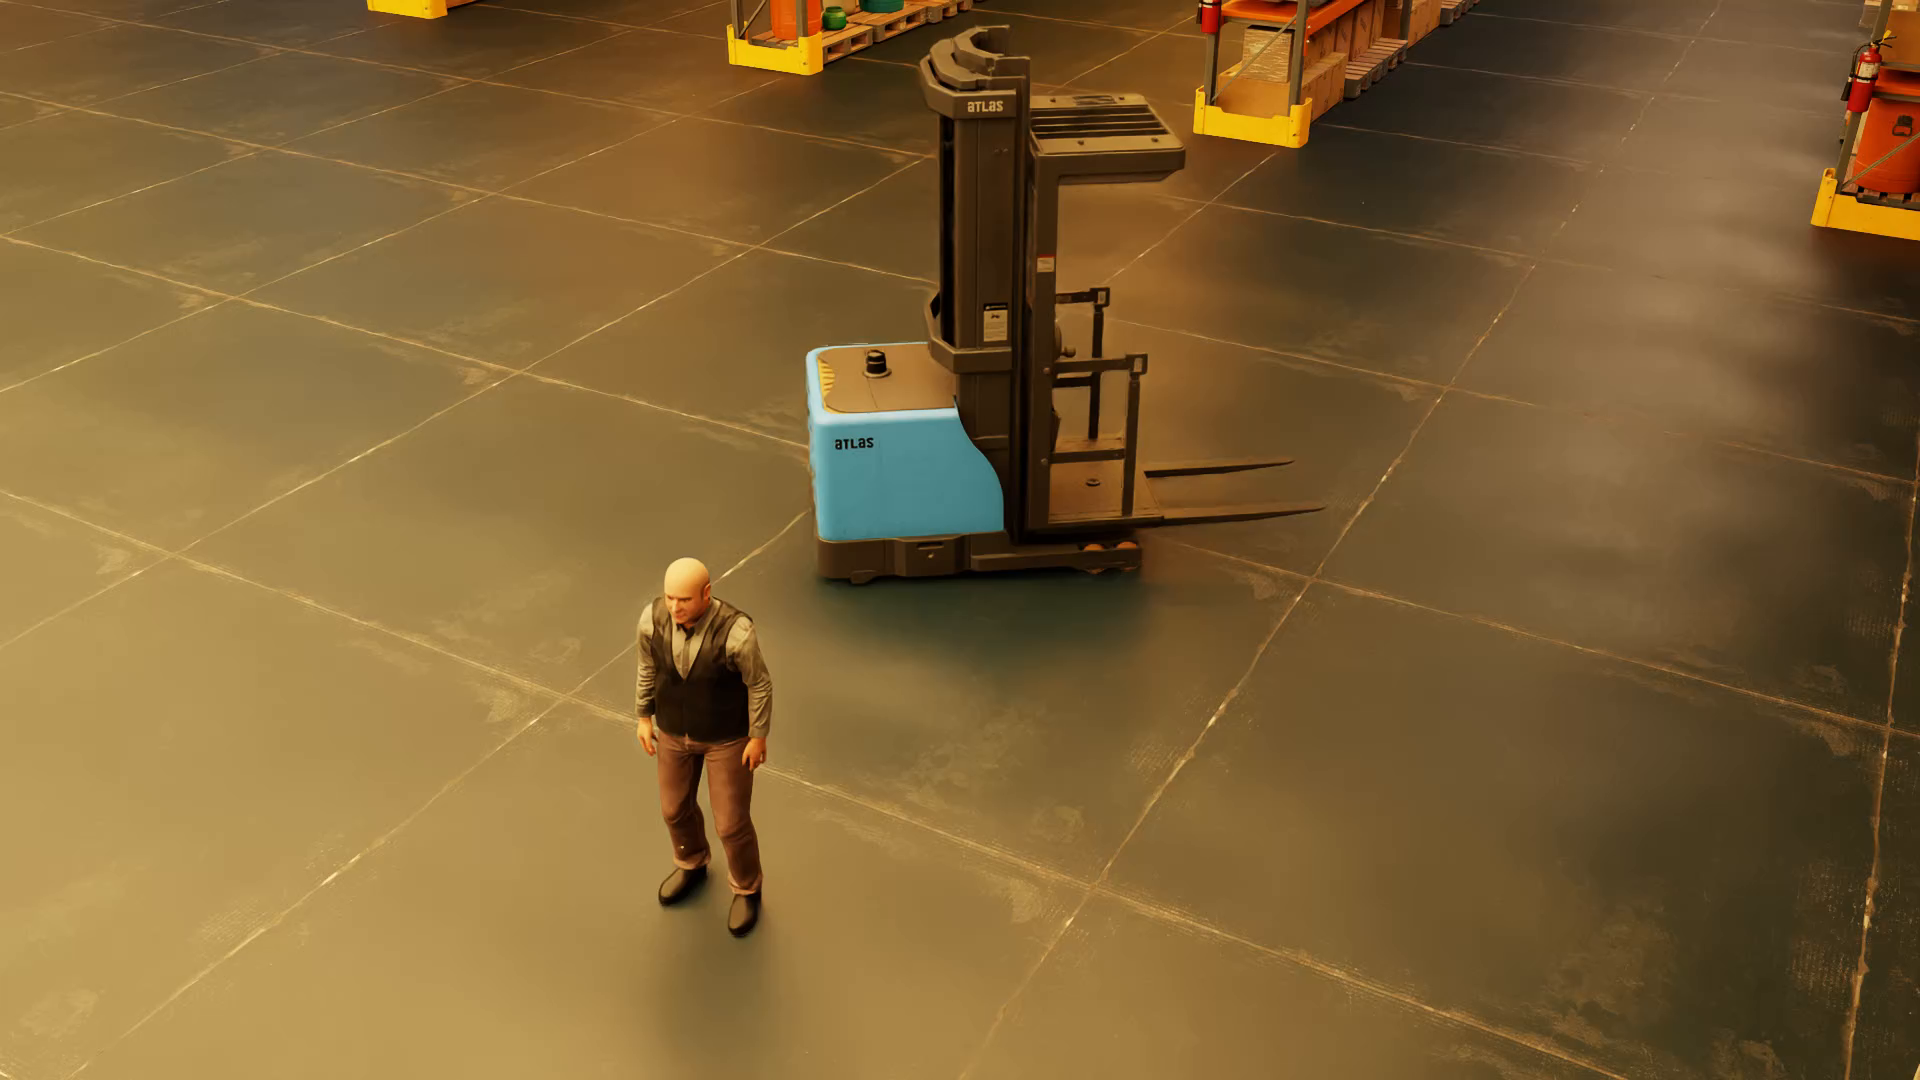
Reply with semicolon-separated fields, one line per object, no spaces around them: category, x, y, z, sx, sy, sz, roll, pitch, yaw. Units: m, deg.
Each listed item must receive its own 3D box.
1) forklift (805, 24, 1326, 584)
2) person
forklift;0.632;-1.336;9.386;3.031;2.935;1.130;-4;30;-6
person;-1.063;0.808;6.894;0.590;1.727;0.451;10;32;17
